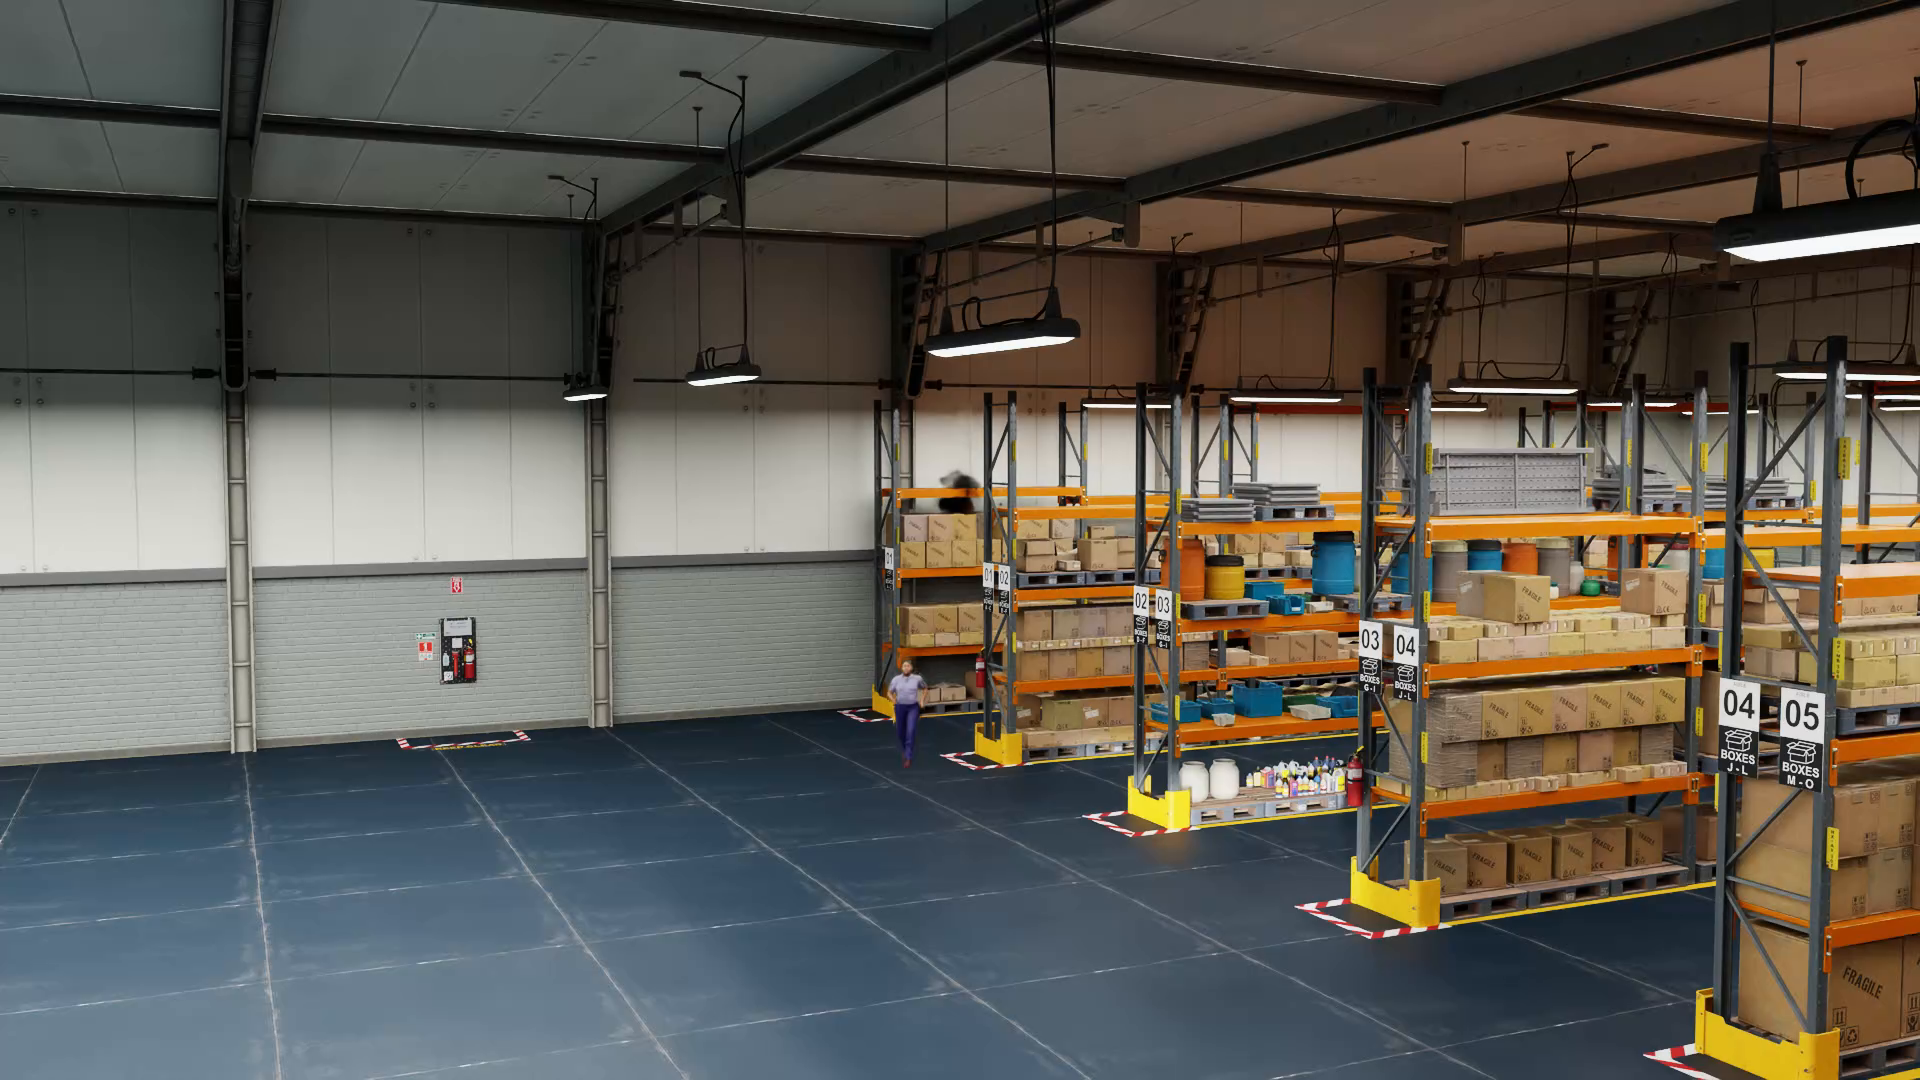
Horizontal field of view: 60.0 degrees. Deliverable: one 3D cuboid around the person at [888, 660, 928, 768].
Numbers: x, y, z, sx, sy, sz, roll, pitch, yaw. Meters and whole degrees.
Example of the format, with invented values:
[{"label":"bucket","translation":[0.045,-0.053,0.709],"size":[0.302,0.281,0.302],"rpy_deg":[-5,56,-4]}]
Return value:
[{"label":"person","translation":[-0.827,2.694,26.109],"size":[0.623,1.640,0.917],"rpy_deg":[0,3,6]}]
